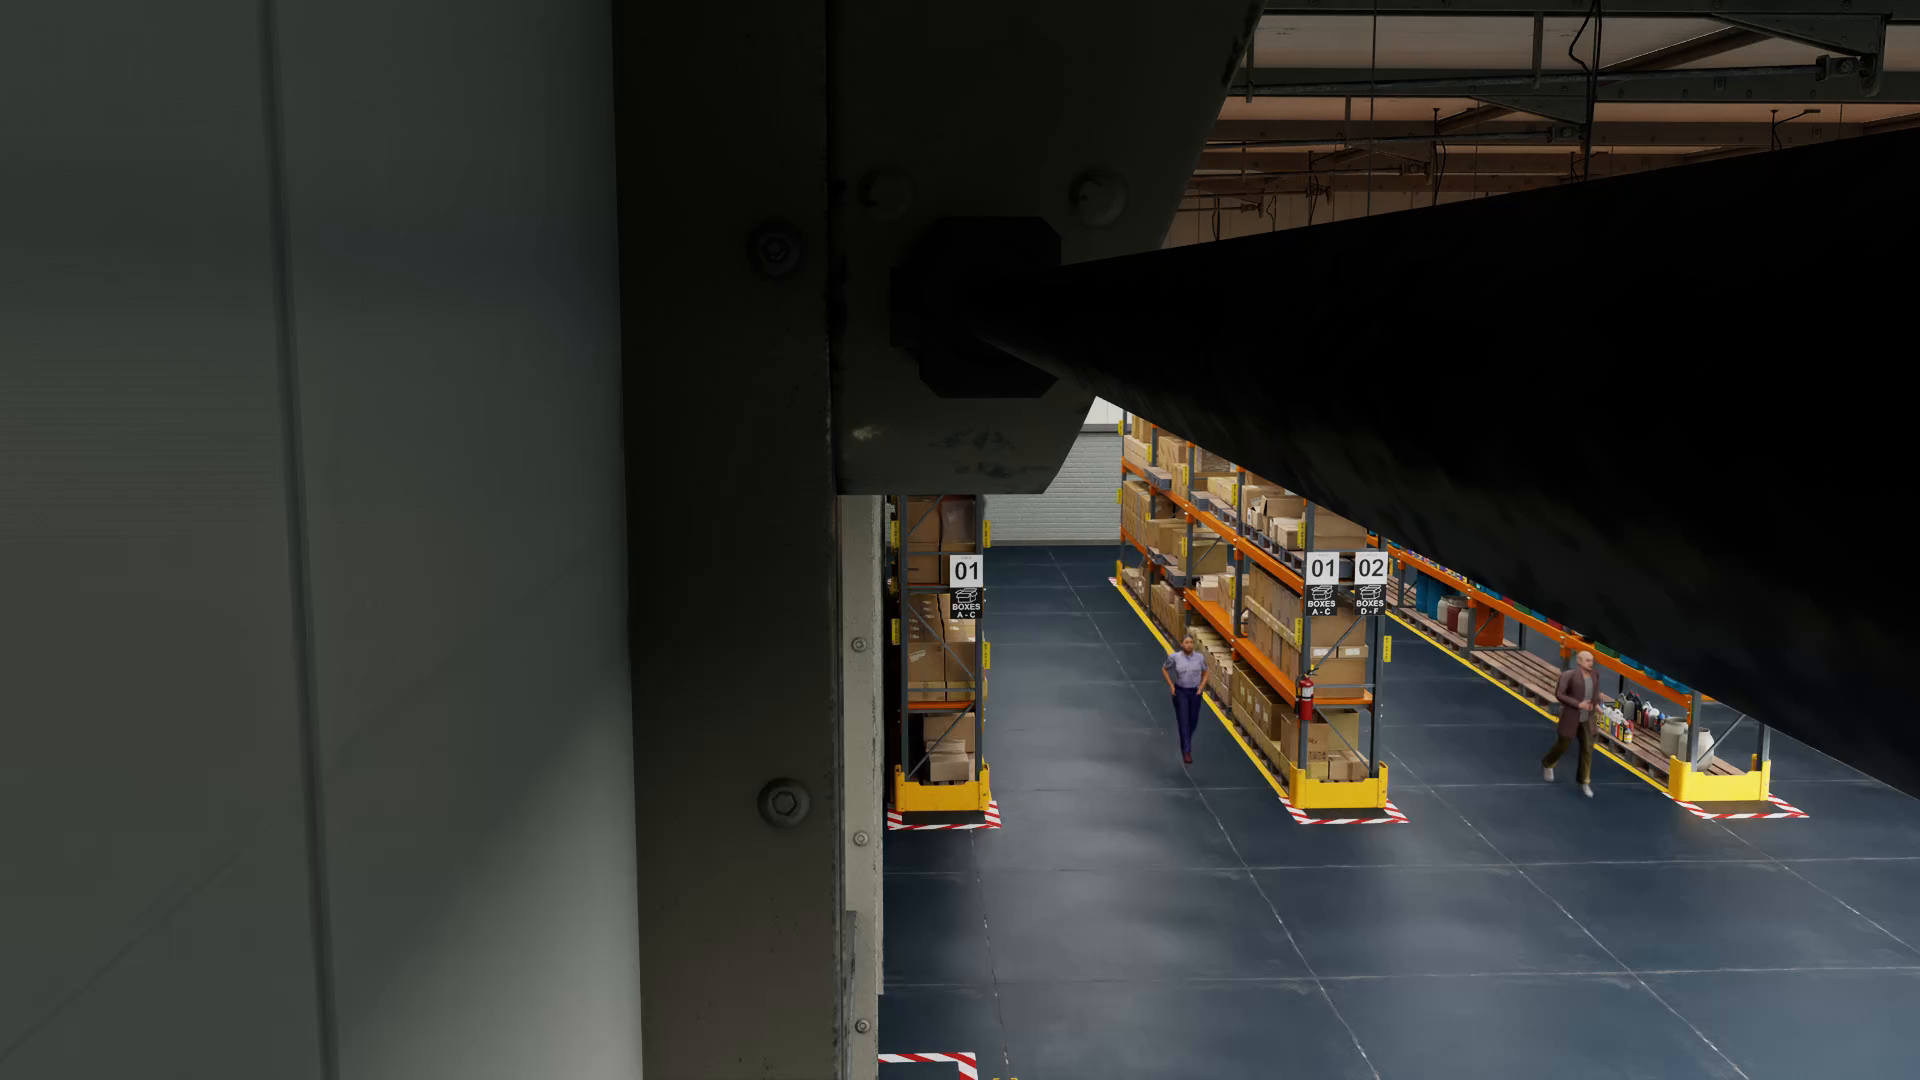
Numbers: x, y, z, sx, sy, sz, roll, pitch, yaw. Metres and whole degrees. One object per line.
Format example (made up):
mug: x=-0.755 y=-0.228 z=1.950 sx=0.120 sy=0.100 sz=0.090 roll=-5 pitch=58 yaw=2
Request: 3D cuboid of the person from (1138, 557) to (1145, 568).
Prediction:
person: x=4.380 y=0.000 z=37.398 sx=0.796 sy=1.775 sz=0.667 roll=2 pitch=9 yaw=16

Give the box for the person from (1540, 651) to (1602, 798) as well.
person: x=7.953 y=2.314 z=21.394 sx=0.740 sy=1.824 sz=0.941 roll=-2 pitch=9 yaw=-12

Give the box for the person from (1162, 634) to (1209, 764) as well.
person: x=2.970 y=2.056 z=21.820 sx=0.610 sy=1.640 sz=0.704 roll=-1 pitch=8 yaw=-6
